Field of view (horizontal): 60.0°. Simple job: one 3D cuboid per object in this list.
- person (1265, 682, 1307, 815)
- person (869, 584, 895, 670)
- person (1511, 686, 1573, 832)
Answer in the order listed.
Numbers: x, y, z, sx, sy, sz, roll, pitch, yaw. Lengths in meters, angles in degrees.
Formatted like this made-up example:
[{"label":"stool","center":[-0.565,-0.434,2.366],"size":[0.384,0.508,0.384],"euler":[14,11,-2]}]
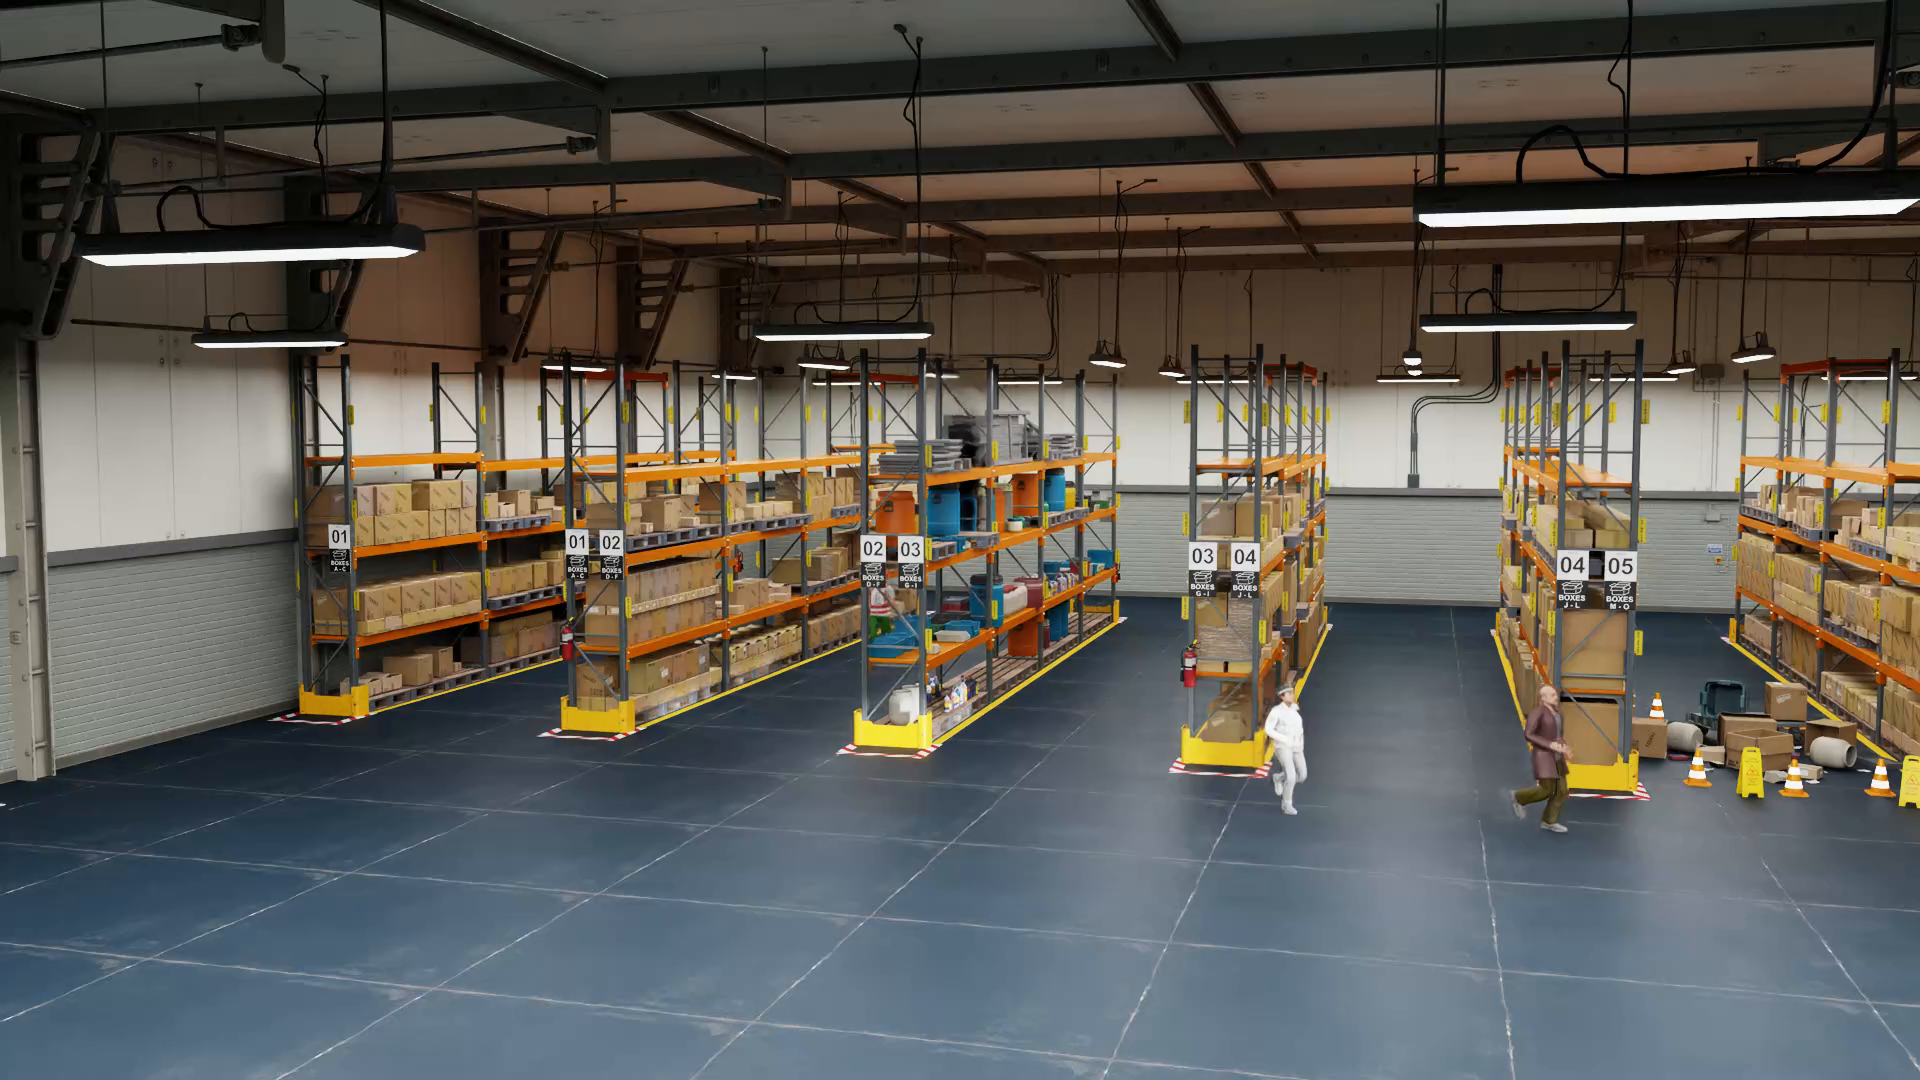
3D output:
[{"label":"person","center":[4.112,2.617,21.003],"size":[0.663,1.660,0.554],"euler":[-3,5,-36]},{"label":"person","center":[-1.523,1.484,31.290],"size":[0.650,1.880,0.745],"euler":[1,4,13]},{"label":"person","center":[7.061,2.624,20.107],"size":[0.709,1.736,0.750],"euler":[-3,5,-37]}]
